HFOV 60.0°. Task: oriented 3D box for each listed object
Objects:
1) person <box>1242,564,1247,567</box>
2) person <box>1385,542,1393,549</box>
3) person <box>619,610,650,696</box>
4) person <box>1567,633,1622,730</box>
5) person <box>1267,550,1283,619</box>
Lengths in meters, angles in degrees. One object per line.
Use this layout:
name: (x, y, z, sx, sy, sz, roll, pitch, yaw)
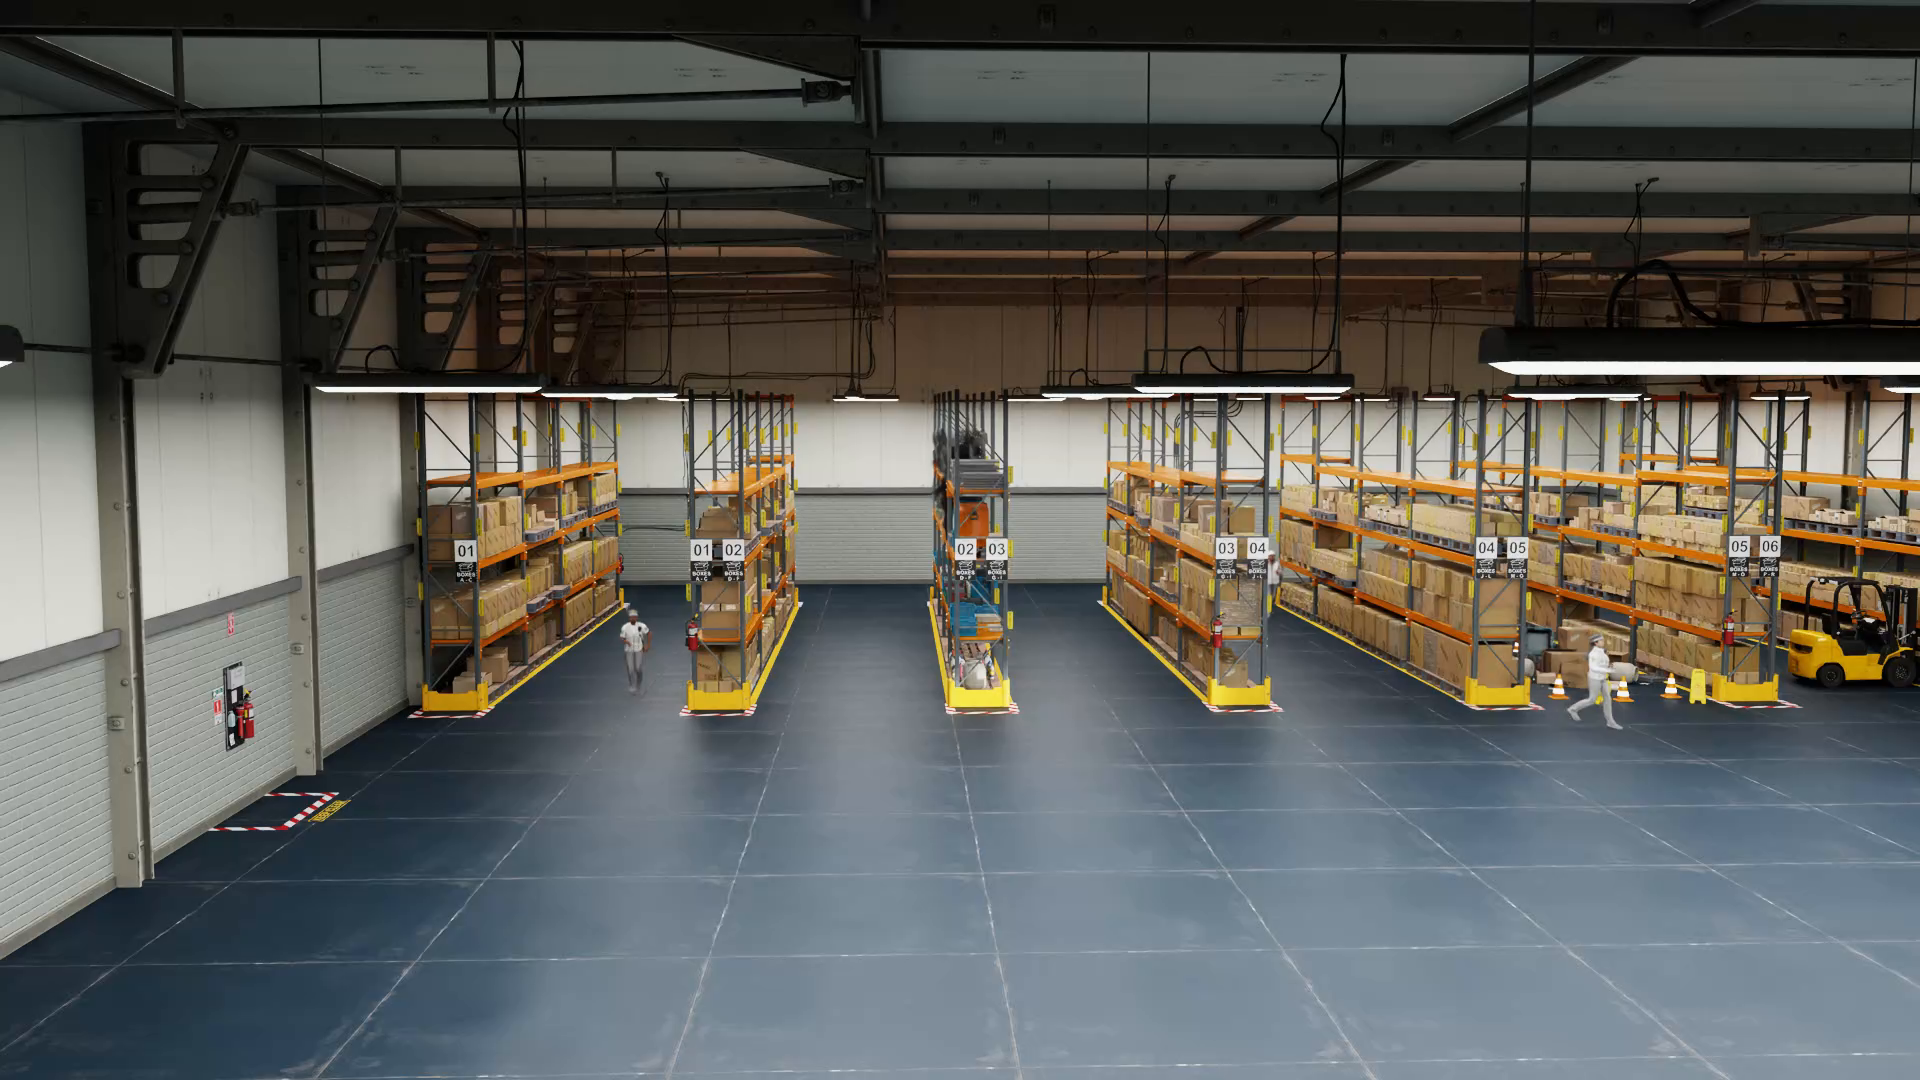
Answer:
person: (7.946, 1.113, 46.804, 0.518, 1.596, 0.880, 0, 5, 1)
person: (12.652, 0.830, 49.296, 0.585, 1.746, 0.639, 0, 5, -2)
person: (-6.398, 2.231, 32.736, 0.589, 1.756, 0.723, -1, 5, -7)
person: (11.241, 2.471, 29.382, 0.939, 1.692, 0.621, 4, 6, 40)
person: (8.375, 1.189, 44.766, 0.643, 1.827, 0.737, 0, 5, -2)
